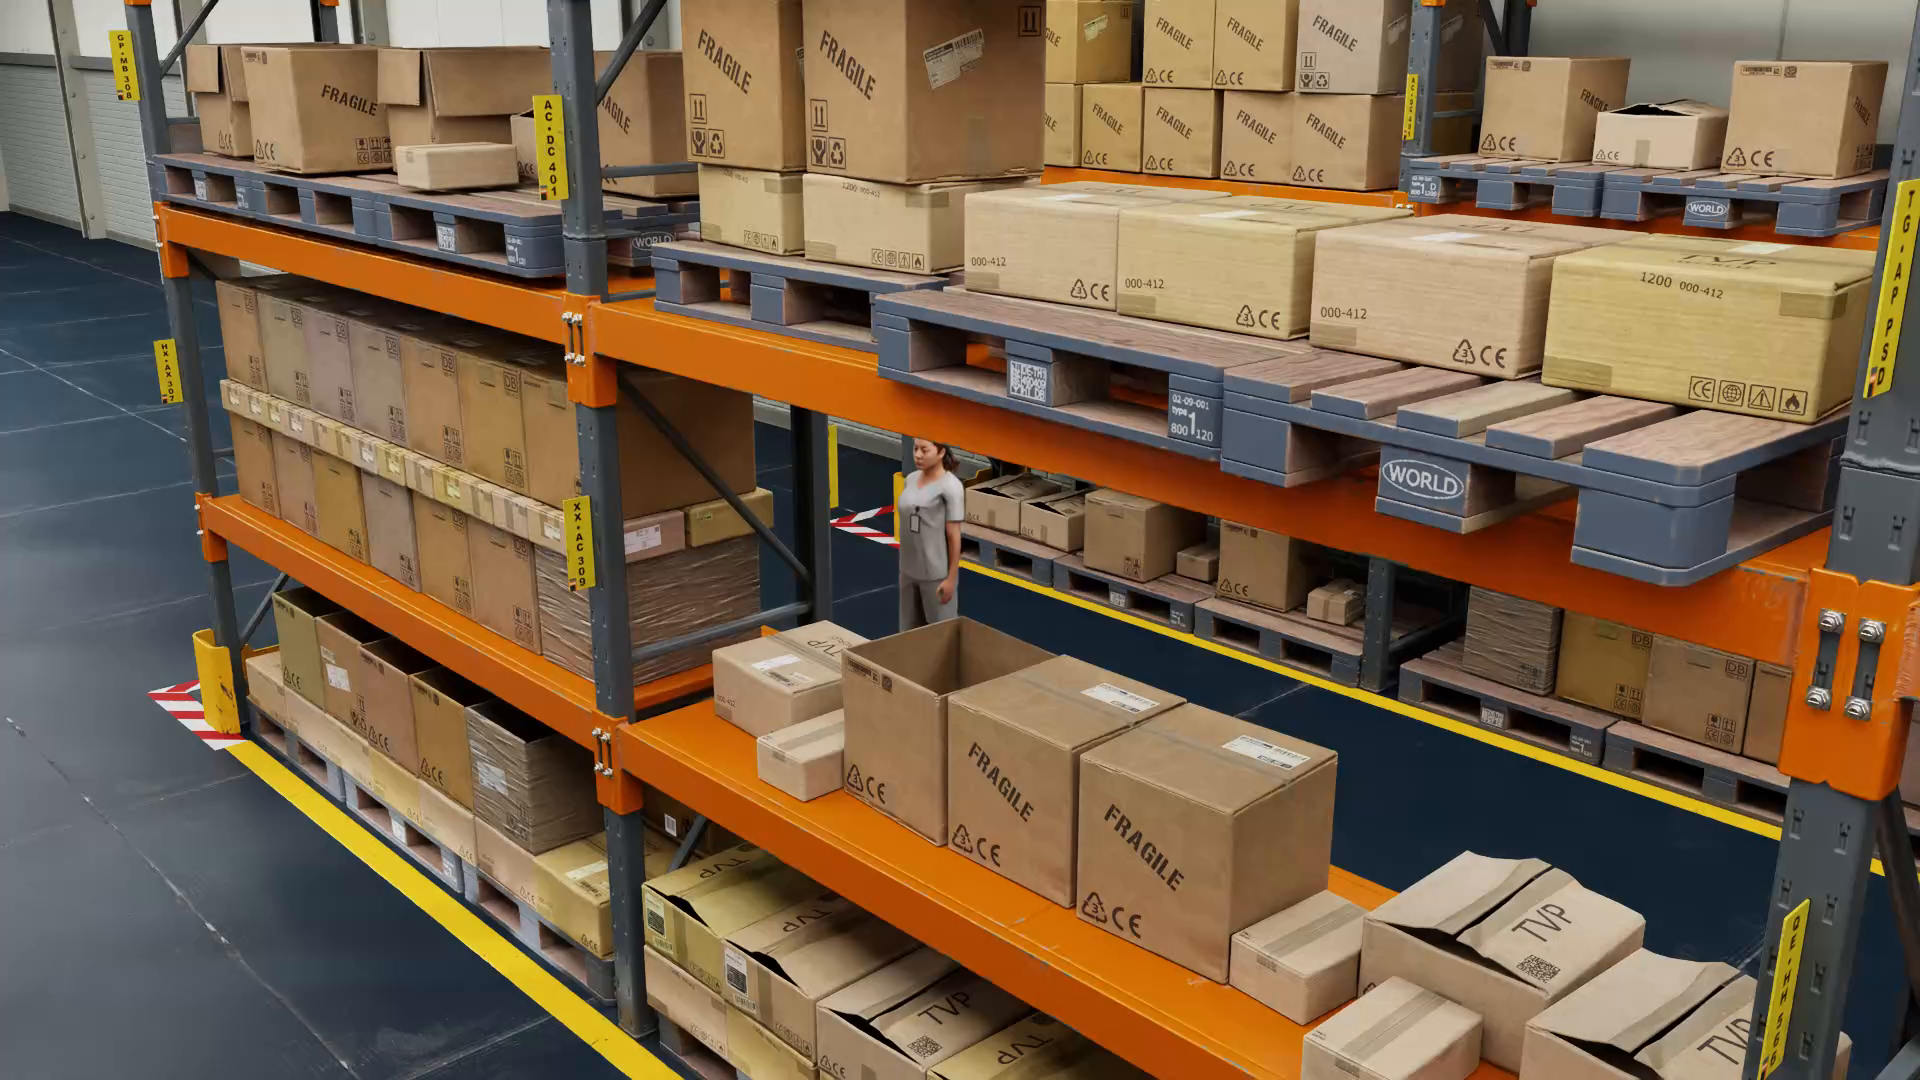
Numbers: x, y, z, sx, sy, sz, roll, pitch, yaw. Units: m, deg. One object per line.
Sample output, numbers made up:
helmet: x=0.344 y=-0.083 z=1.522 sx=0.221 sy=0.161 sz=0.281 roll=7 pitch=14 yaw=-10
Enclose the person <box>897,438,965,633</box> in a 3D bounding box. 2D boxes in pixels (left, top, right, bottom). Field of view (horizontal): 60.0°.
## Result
person: x=-0.153 y=0.198 z=8.977 sx=0.360 sy=1.650 sz=0.442 roll=-15 pitch=23 yaw=-39
